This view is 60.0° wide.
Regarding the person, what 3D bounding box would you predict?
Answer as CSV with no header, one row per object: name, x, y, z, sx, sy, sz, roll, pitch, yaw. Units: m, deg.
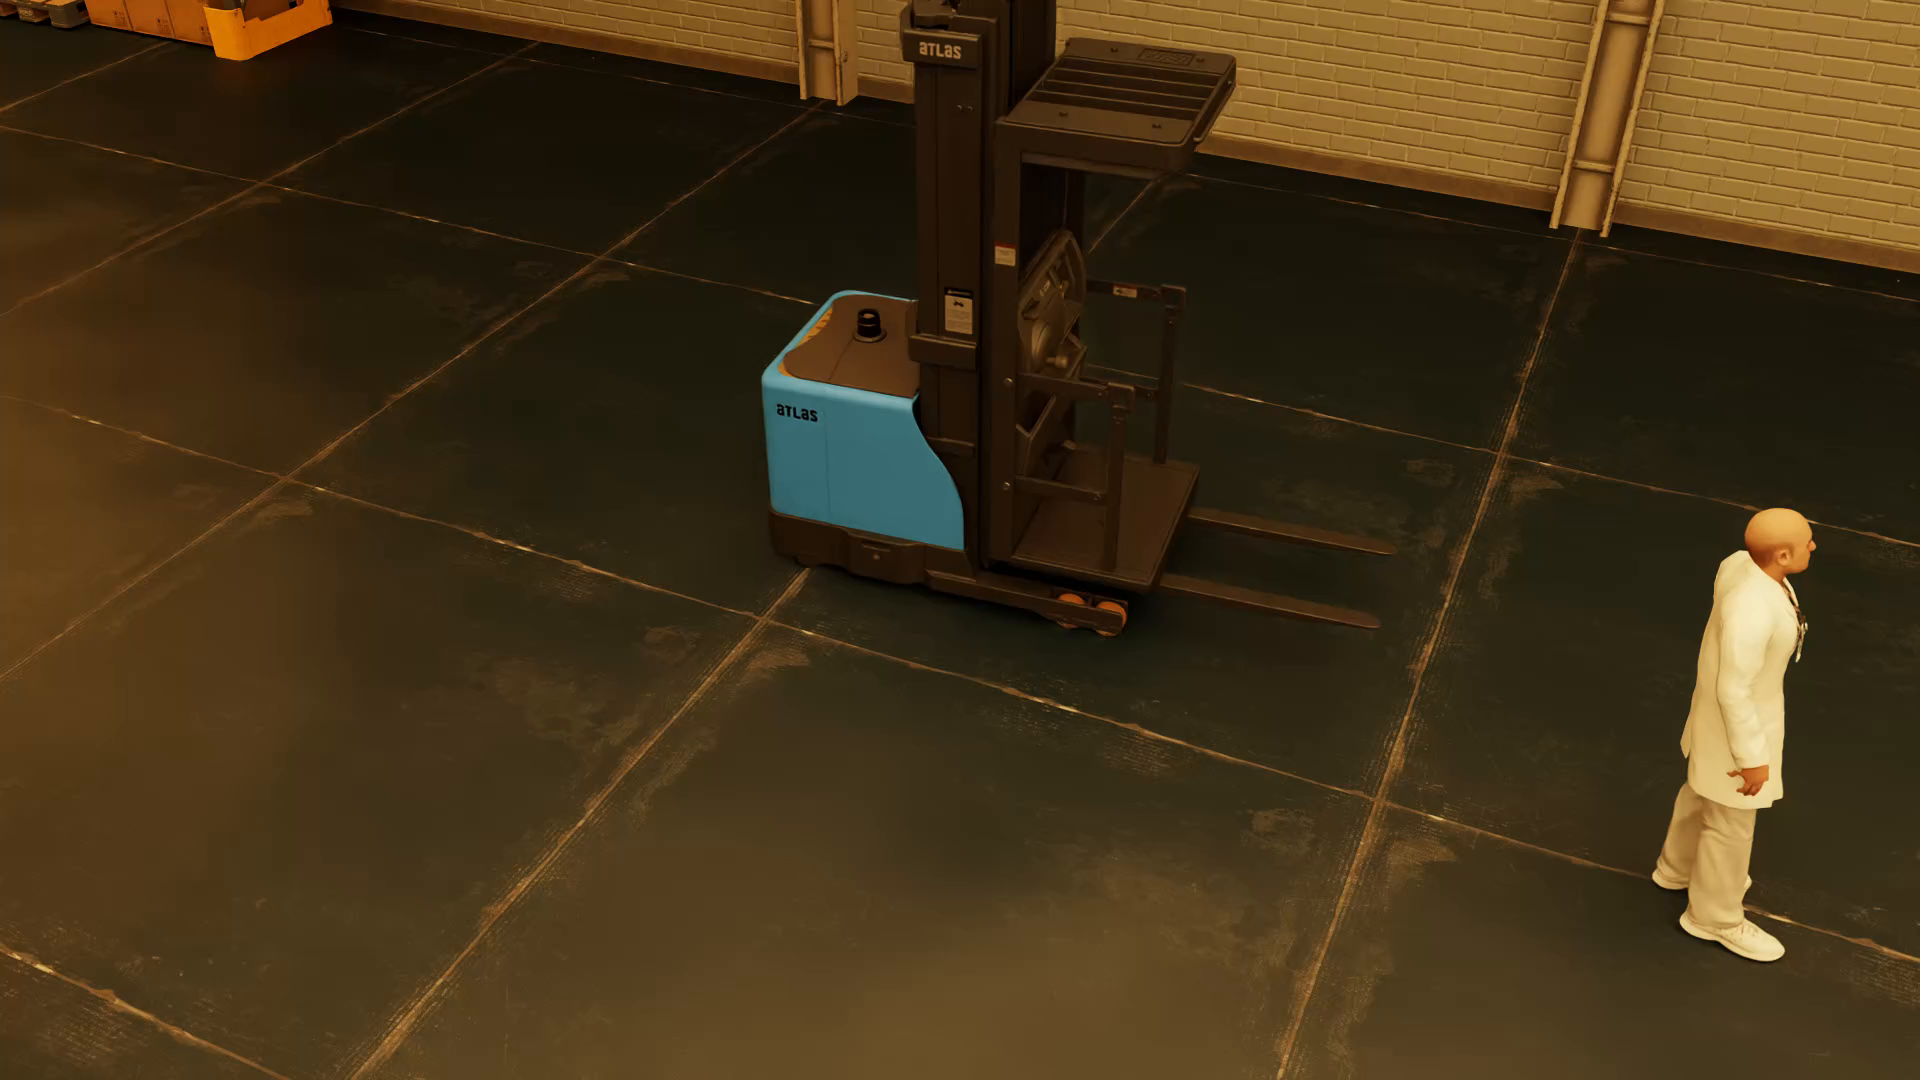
person,2.952,0.685,6.121,0.572,1.767,0.692,11,37,15

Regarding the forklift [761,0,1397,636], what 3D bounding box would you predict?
forklift,0.610,-1.081,7.602,3.031,2.935,1.130,11,37,16
